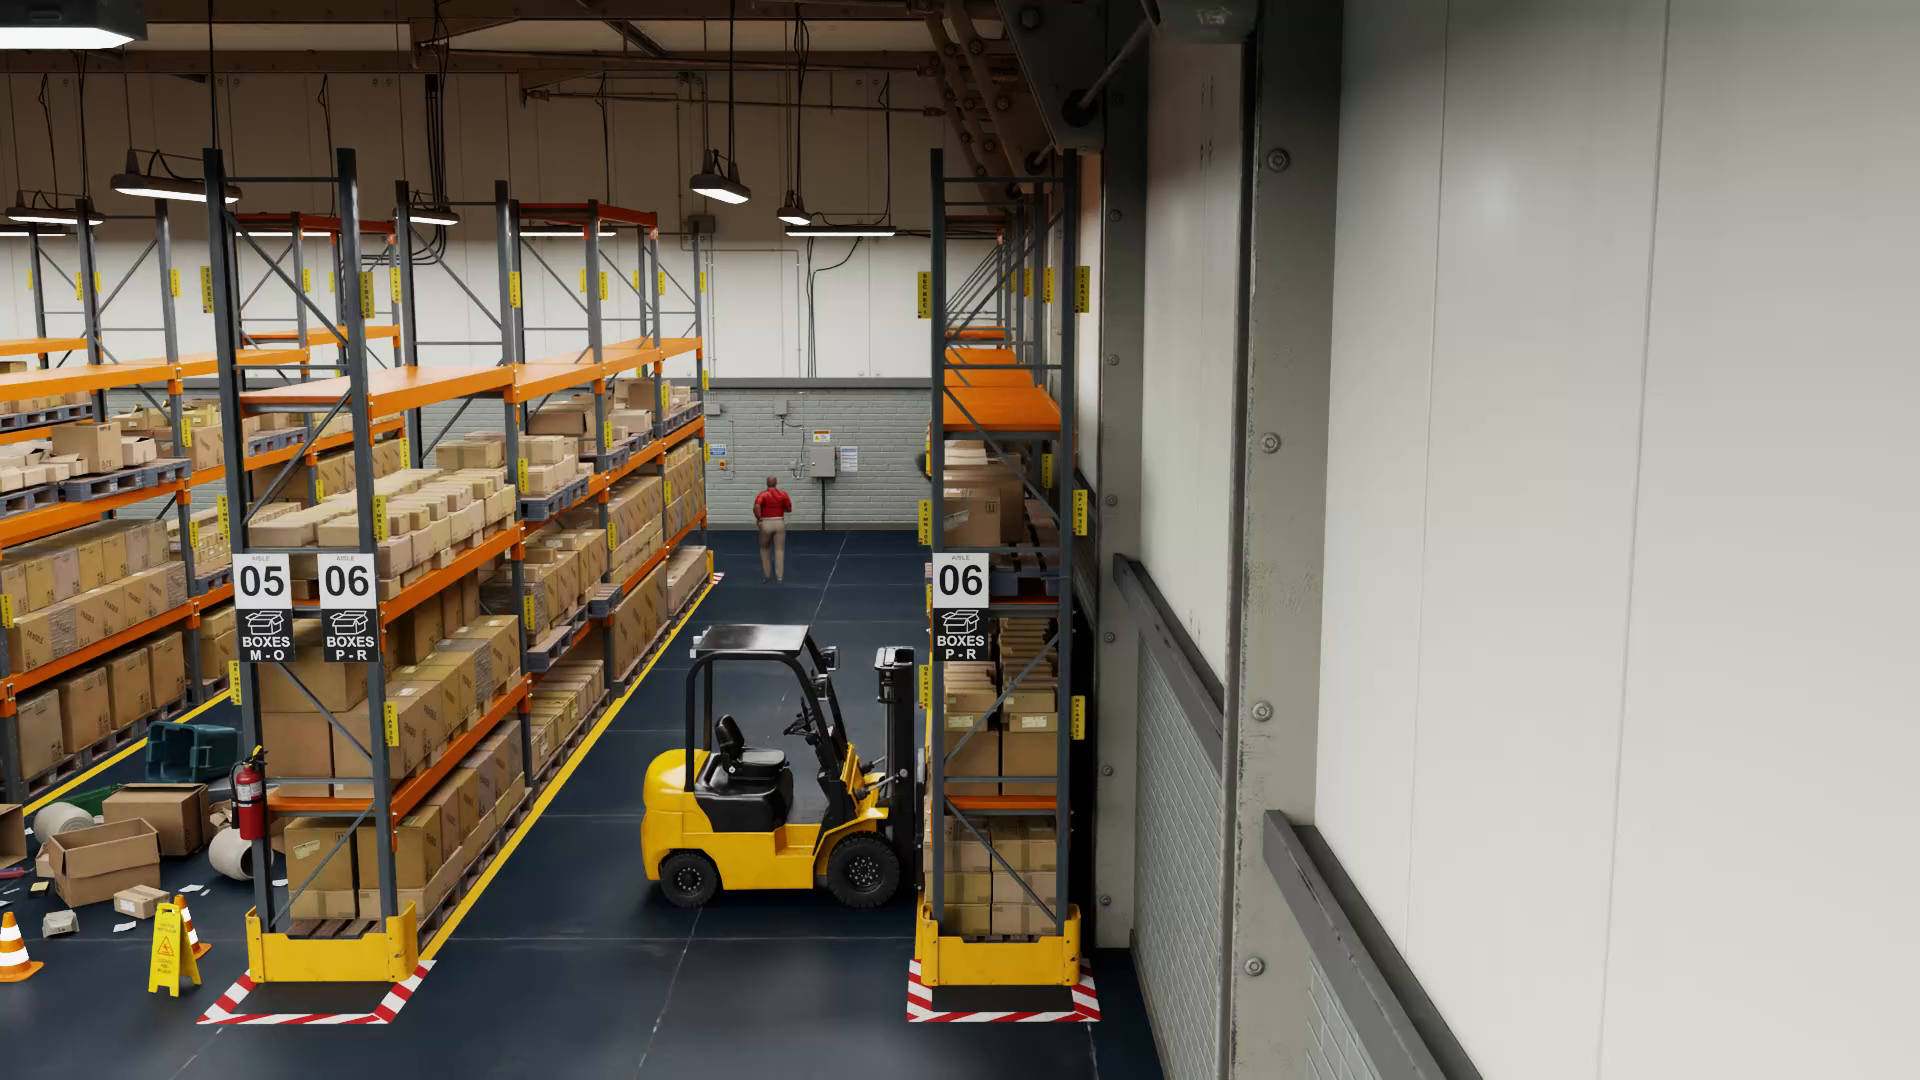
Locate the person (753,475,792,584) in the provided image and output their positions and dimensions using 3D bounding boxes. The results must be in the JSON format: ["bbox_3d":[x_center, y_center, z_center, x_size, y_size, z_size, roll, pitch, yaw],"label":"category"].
[{"bbox_3d":[-2.971,-0.141,26.321,0.642,1.784,0.742,-2,9,-12],"label":"person"}]
